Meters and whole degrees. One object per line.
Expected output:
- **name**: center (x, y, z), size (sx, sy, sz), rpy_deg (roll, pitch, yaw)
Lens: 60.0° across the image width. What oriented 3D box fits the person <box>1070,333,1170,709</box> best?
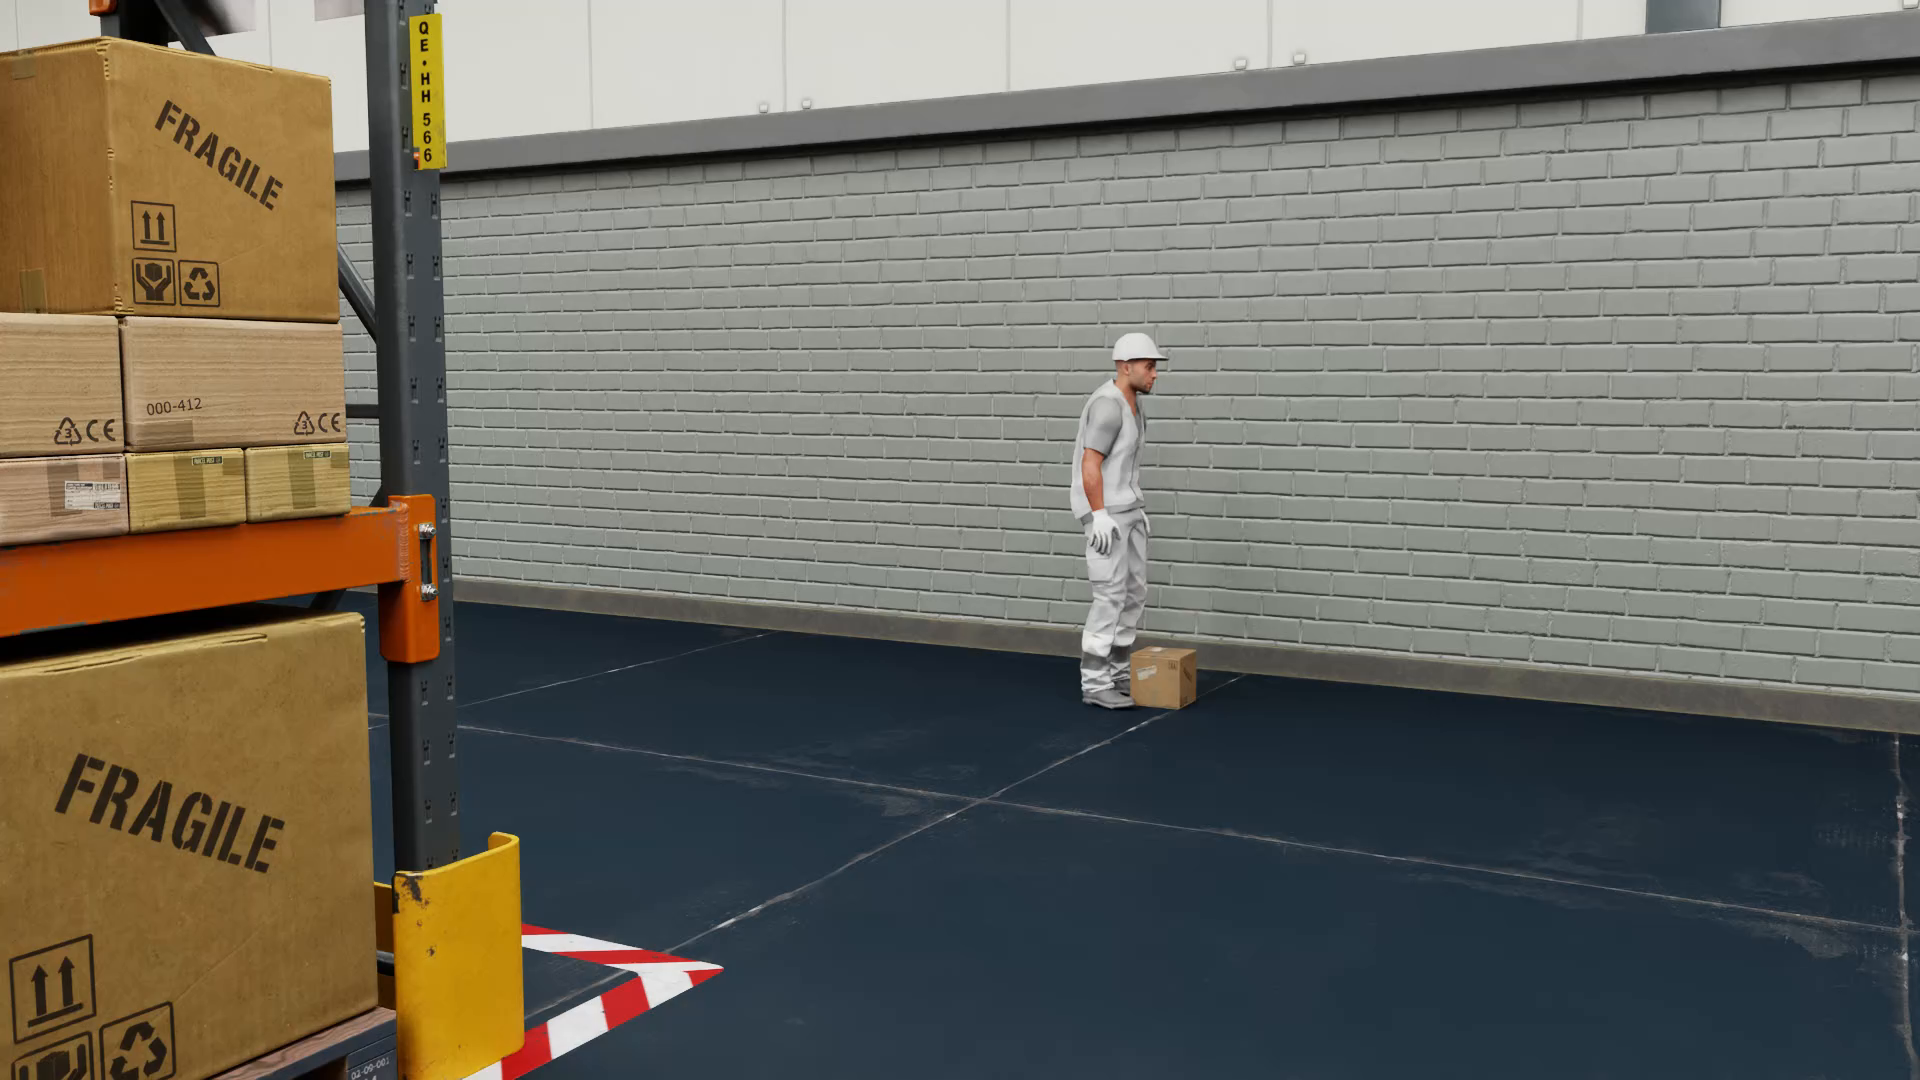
- **person**: center (0.774, -0.104, 8.032), size (0.454, 1.777, 0.606), rpy_deg (3, 7, 26)
